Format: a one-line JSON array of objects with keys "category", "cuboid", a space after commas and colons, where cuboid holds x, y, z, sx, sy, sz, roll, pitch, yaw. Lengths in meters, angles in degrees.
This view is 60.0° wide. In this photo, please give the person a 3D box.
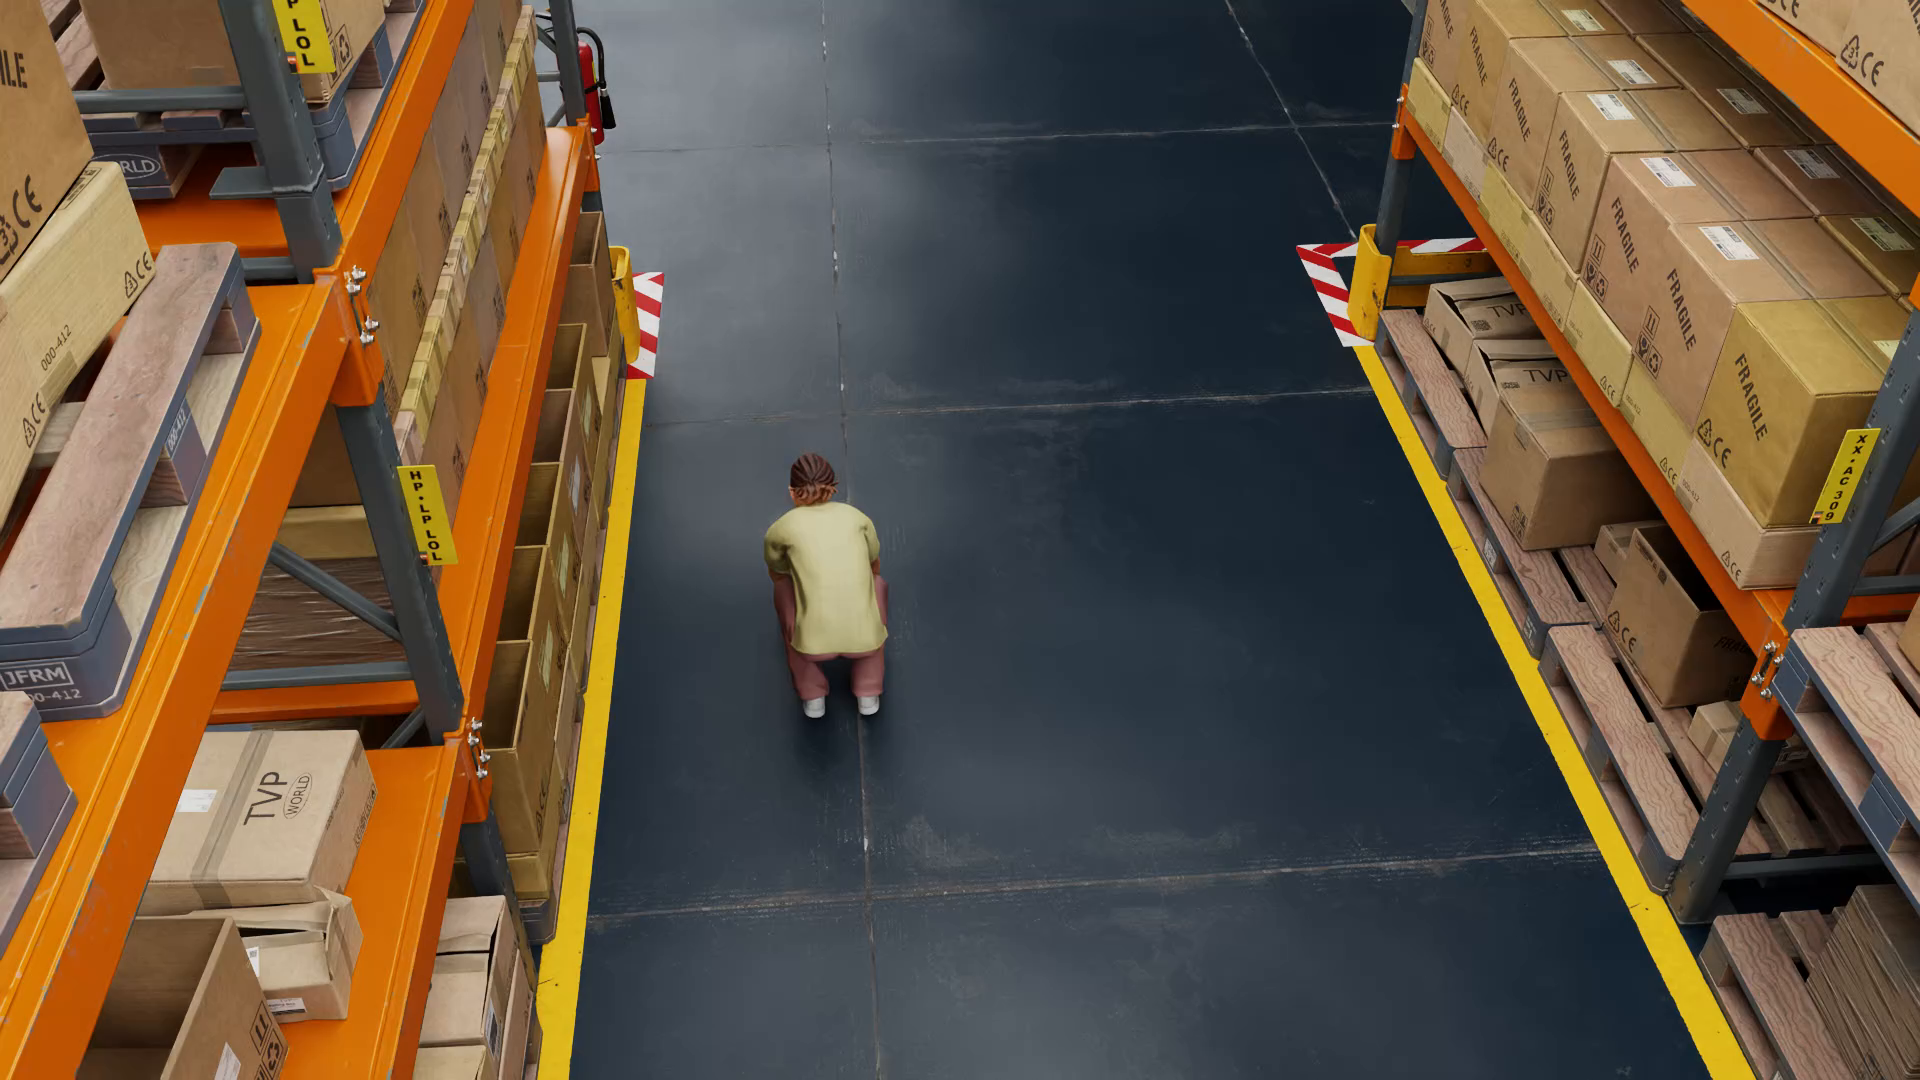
[{"category": "person", "cuboid": [-0.520, 0.199, 6.549, 0.487, 0.873, 0.795, -4, 39, -4]}]
